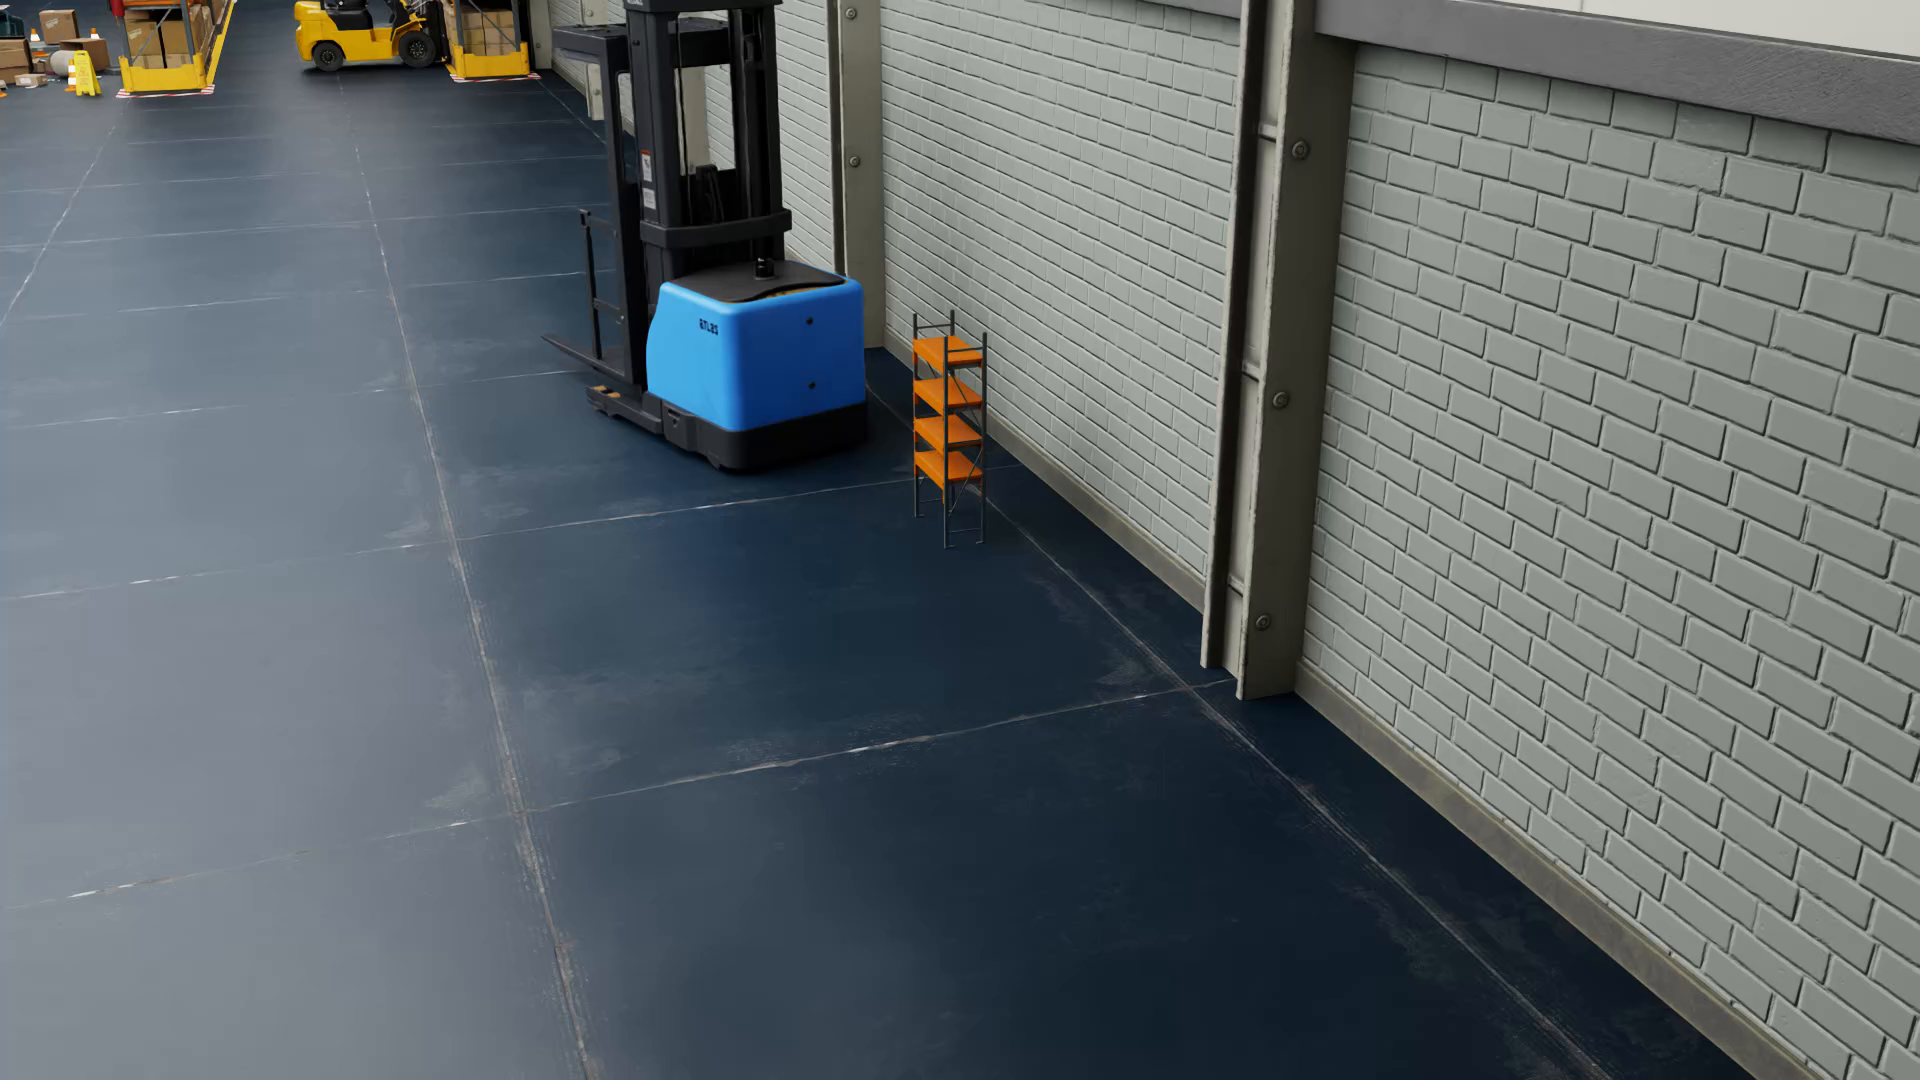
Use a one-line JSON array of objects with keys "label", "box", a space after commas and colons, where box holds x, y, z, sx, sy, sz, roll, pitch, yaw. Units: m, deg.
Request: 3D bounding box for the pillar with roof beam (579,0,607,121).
[{"label": "pillar with roof beam", "box": [-9.039, -9.461, 20.112, 9.100, 9.000, 0.400, -8, 24, -19]}]

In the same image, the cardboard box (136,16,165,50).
[{"label": "cardboard box", "box": [-13.085, -8.125, 26.700, 0.500, 0.500, 0.500, -7, 24, -17]}]

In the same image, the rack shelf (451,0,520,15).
[{"label": "rack shelf", "box": [-8.435, -9.486, 28.821, 1.077, 0.370, 4.000, -8, 24, -19]}]

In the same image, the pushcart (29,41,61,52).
[{"label": "pushcart", "box": [-15.899, -8.323, 28.511, 1.648, 0.377, 0.936, -18, 29, -37]}]

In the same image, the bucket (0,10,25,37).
[{"label": "bucket", "box": [-16.174, -8.605, 28.062, 0.726, 0.611, 0.620, 0, 13, -1]}]

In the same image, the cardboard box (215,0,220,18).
[{"label": "cardboard box", "box": [-15.674, -11.117, 33.959, 0.875, 0.875, 0.875, -8, 24, -18]}]

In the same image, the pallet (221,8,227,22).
[{"label": "pallet", "box": [-16.267, -11.214, 35.584, 1.003, 0.211, 1.213, -8, 24, -19]}]

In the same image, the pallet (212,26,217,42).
[{"label": "pallet", "box": [-14.922, -9.746, 32.102, 1.003, 0.211, 1.213, -8, 24, -19]}]

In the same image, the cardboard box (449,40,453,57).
[{"label": "cardboard box", "box": [-8.357, -8.327, 28.144, 0.500, 0.250, 0.500, -8, 24, -19]}]

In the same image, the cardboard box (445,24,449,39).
[{"label": "cardboard box", "box": [-8.562, -8.750, 28.505, 0.500, 0.250, 0.500, -9, 24, -20]}]

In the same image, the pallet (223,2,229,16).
[{"label": "pallet", "box": [-16.805, -11.771, 36.906, 1.003, 0.211, 1.213, -8, 24, -19]}]

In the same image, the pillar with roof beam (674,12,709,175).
[{"label": "pillar with roof beam", "box": [-6.919, -7.281, 14.939, 9.100, 9.000, 0.400, -8, 24, -19]}]

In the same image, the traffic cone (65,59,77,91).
[{"label": "traffic cone", "box": [-13.729, -7.219, 25.782, 0.336, 0.463, 0.334, -8, 24, -19]}]

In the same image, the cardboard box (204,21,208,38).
[{"label": "cardboard box", "box": [-13.971, -9.035, 29.667, 0.950, 0.372, 0.625, -8, 24, -18]}]

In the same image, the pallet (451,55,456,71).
[{"label": "pallet", "box": [-8.037, -8.078, 28.144, 1.003, 0.211, 1.213, -8, 24, -19]}]

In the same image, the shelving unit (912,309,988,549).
[{"label": "shelving unit", "box": [-0.059, -0.613, 9.160, 0.258, 1.200, 0.503, -8, 24, -19]}]

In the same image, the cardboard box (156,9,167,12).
[{"label": "cardboard box", "box": [-13.628, -8.690, 28.039, 0.500, 0.500, 0.500, -7, 24, -17]}]

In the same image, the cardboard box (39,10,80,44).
[{"label": "cardboard box", "box": [-15.438, -8.804, 28.520, 0.500, 0.500, 0.500, -8, 24, -19]}]

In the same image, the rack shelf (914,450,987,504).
[{"label": "rack shelf", "box": [-0.058, -0.368, 9.263, 0.258, 0.148, 0.480, -8, 24, -19]}]

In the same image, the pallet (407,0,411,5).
[{"label": "pallet", "box": [-12.209, -12.416, 38.436, 1.003, 0.211, 1.213, -8, 24, -19]}]

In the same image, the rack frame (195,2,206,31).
[{"label": "rack frame", "box": [-13.784, -9.862, 28.787, 1.000, 3.000, 0.127, -8, 24, -19]}]

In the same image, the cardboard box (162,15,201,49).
[{"label": "cardboard box", "box": [-12.594, -8.210, 26.900, 0.500, 0.500, 0.500, -9, 25, -21]}]

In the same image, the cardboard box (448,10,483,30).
[{"label": "cardboard box", "box": [-8.183, -8.603, 27.511, 0.500, 0.250, 0.500, -8, 24, -17]}]

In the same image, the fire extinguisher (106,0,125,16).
[{"label": "fire extinguisher", "box": [-12.761, -8.268, 25.105, 0.296, 0.674, 0.183, -8, 24, -19]}]

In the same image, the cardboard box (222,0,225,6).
[{"label": "cardboard box", "box": [-16.731, -12.025, 36.675, 0.875, 0.438, 0.875, -9, 24, -20]}]

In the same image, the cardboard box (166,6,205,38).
[{"label": "cardboard box", "box": [-13.142, -8.771, 28.233, 0.500, 0.500, 0.500, -8, 24, -18]}]

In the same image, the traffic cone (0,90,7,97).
[{"label": "traffic cone", "box": [-14.648, -6.943, 25.127, 0.336, 0.463, 0.334, -8, 24, -19]}]

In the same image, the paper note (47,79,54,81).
[{"label": "paper note", "box": [-14.726, -7.435, 26.865, 0.148, 0.019, 0.142, 0, 23, -1]}]

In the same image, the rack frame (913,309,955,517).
[{"label": "rack frame", "box": [-0.145, -0.702, 9.370, 0.240, 1.200, 0.015, -8, 24, -19]}]

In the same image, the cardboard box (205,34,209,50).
[{"label": "cardboard box", "box": [-13.323, -8.611, 28.817, 0.500, 0.250, 0.500, -7, 24, -17]}]

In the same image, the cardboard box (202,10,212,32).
[{"label": "cardboard box", "box": [-14.738, -9.824, 31.540, 0.950, 0.372, 0.625, -9, 24, -20]}]

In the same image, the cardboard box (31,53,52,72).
[{"label": "cardboard box", "box": [-15.504, -8.012, 27.917, 0.396, 0.266, 0.258, 12, 26, 27]}]

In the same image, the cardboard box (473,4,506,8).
[{"label": "cardboard box", "box": [-8.067, -9.043, 28.556, 0.500, 0.250, 0.500, -9, 24, -19]}]

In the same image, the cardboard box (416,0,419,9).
[{"label": "cardboard box", "box": [-11.460, -11.723, 35.879, 0.500, 0.500, 0.500, -9, 25, -21]}]

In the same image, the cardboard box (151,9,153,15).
[{"label": "cardboard box", "box": [-13.267, -8.547, 26.865, 0.380, 0.149, 0.250, -7, 24, -17]}]

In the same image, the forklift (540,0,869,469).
[{"label": "forklift", "box": [-1.895, -2.285, 10.897, 1.130, 2.935, 3.031, -17, 28, -35]}]

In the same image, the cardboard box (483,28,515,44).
[{"label": "cardboard box", "box": [-7.700, -8.447, 27.786, 0.500, 0.250, 0.500, -8, 24, -18]}]

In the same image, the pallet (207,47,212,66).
[{"label": "pallet", "box": [-13.513, -8.338, 28.761, 1.003, 0.211, 1.213, -8, 24, -19]}]

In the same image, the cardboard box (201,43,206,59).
[{"label": "cardboard box", "box": [-12.775, -8.049, 27.485, 0.500, 0.250, 0.500, -7, 24, -15]}]

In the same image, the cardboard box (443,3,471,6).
[{"label": "cardboard box", "box": [-8.728, -9.155, 28.820, 0.500, 0.250, 0.500, -9, 24, -20]}]
